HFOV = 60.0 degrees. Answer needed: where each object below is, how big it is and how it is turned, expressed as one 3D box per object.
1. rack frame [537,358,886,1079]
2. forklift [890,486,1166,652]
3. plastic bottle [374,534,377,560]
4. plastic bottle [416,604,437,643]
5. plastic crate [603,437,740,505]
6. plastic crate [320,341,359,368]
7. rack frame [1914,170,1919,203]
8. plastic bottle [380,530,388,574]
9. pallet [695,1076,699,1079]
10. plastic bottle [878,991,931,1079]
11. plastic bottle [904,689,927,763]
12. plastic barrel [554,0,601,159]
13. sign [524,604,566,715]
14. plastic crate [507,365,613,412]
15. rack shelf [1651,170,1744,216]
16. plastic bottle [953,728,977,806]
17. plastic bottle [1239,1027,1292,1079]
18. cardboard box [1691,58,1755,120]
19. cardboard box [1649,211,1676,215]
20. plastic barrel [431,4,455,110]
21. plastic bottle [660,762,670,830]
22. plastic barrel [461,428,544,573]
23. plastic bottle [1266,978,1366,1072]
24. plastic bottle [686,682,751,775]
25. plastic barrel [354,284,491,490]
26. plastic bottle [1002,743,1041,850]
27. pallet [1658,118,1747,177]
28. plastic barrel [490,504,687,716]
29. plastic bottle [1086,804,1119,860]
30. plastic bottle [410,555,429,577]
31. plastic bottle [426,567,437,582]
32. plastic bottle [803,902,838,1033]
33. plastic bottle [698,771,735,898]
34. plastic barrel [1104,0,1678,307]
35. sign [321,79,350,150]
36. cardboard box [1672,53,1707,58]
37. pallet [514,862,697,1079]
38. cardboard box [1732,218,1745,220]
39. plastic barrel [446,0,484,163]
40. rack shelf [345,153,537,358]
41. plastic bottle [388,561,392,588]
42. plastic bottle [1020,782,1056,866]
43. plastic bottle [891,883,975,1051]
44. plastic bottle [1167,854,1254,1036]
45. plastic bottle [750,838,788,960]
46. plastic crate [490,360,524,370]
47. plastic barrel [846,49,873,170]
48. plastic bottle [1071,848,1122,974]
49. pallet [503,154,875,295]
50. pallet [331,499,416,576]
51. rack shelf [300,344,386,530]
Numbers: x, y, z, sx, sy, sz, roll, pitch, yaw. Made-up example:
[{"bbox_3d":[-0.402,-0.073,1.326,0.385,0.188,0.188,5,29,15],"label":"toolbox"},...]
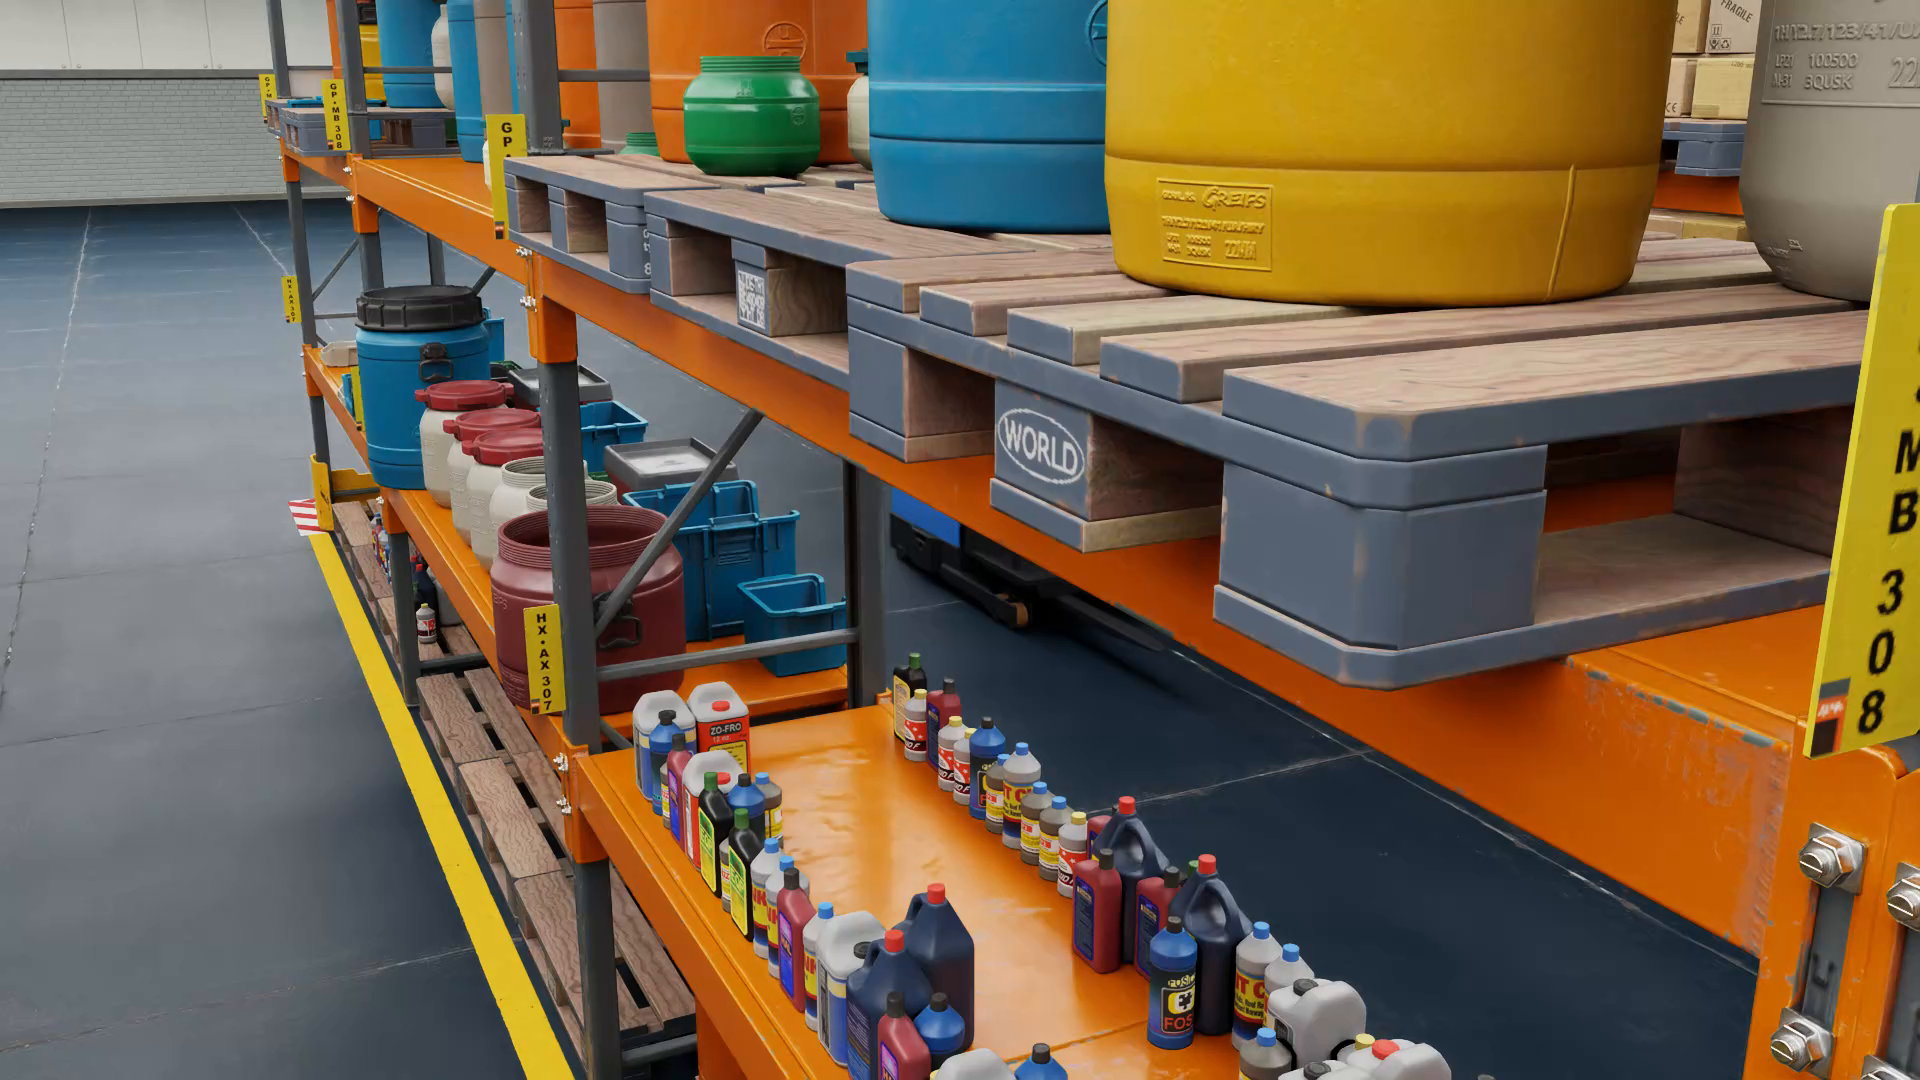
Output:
[{"bbox_3d":[-0.708,0.357,5.068,1.000,3.000,0.127,-8,18,-25],"label":"rack frame"},{"bbox_3d":[0.650,-1.016,9.976,1.130,2.935,3.031,-8,18,-26],"label":"forklift"},{"bbox_3d":[-3.654,0.020,10.519,0.097,0.201,0.097,0,16,0],"label":"plastic bottle"},{"bbox_3d":[-2.900,0.447,9.032,0.097,0.201,0.097,0,16,0],"label":"plastic bottle"},{"bbox_3d":[-1.141,-0.111,6.585,0.402,0.464,0.583,-8,18,-25],"label":"plastic crate"},{"bbox_3d":[-4.110,-1.239,11.108,0.298,0.136,0.250,-8,18,-25],"label":"plastic crate"},{"bbox_3d":[1.044,-1.535,0.785,1.000,3.000,0.127,-8,18,-25],"label":"rack frame"},{"bbox_3d":[-3.505,0.070,10.216,0.097,0.271,0.097,0,16,0],"label":"plastic bottle"},{"bbox_3d":[-0.325,1.888,4.789,1.003,0.211,1.213,-8,18,-25],"label":"pallet"},{"bbox_3d":[-0.103,0.988,3.081,0.061,0.283,0.133,-8,18,-25],"label":"plastic bottle"},{"bbox_3d":[-0.113,0.532,4.818,0.097,0.201,0.097,0,16,0],"label":"plastic bottle"},{"bbox_3d":[-1.160,-1.683,5.961,0.600,0.830,0.708,-8,18,-25],"label":"plastic barrel"},{"bbox_3d":[-1.200,0.347,4.808,0.100,0.325,0.005,-8,18,-25],"label":"sign"},{"bbox_3d":[-1.974,-0.582,8.226,0.402,0.464,0.583,-8,18,-25],"label":"plastic crate"},{"bbox_3d":[2.870,-1.832,8.565,1.077,0.370,4.000,-8,18,-25],"label":"rack shelf"},{"bbox_3d":[0.030,0.613,4.535,0.097,0.201,0.097,0,16,0],"label":"plastic bottle"},{"bbox_3d":[0.573,1.016,3.132,0.097,0.201,0.097,0,16,0],"label":"plastic bottle"},{"bbox_3d":[3.497,-1.918,7.068,0.500,0.250,0.500,-9,18,-29],"label":"cardboard box"},{"bbox_3d":[5.525,-2.459,13.758,0.500,0.500,0.500,-8,18,-26],"label":"cardboard box"},{"bbox_3d":[-2.473,-2.463,8.492,0.421,0.512,0.421,0,16,0],"label":"plastic barrel"},{"bbox_3d":[-0.741,0.655,4.390,0.097,0.201,0.097,0,16,0],"label":"plastic bottle"},{"bbox_3d":[-1.728,-0.147,6.579,0.433,0.535,0.433,0,16,0],"label":"plastic barrel"},{"bbox_3d":[0.676,0.961,3.190,0.152,0.276,0.135,-8,18,-25],"label":"plastic bottle"},{"bbox_3d":[-0.673,0.545,4.640,0.152,0.276,0.135,-8,18,-25],"label":"plastic bottle"},{"bbox_3d":[-2.564,-0.743,7.994,0.600,0.901,0.708,-8,18,-25],"label":"plastic barrel"},{"bbox_3d":[0.158,0.652,4.273,0.097,0.271,0.097,0,16,0],"label":"plastic bottle"},{"bbox_3d":[3.368,-1.749,7.312,1.213,0.211,1.003,-7,17,-22],"label":"pallet"},{"bbox_3d":[-1.184,0.213,5.323,0.600,0.536,0.708,-8,18,-25],"label":"plastic barrel"},{"bbox_3d":[0.353,0.745,3.927,0.061,0.283,0.133,-8,18,-25],"label":"plastic bottle"},{"bbox_3d":[-3.086,0.255,9.430,0.144,0.351,0.185,-9,18,-28],"label":"plastic bottle"},{"bbox_3d":[-2.964,0.266,9.525,0.152,0.276,0.135,-8,18,-25],"label":"plastic bottle"},{"bbox_3d":[-0.277,0.884,3.466,0.097,0.271,0.097,0,16,0],"label":"plastic bottle"},{"bbox_3d":[-0.589,0.713,4.040,0.061,0.283,0.133,-8,18,-25],"label":"plastic bottle"},{"bbox_3d":[0.462,-0.587,1.818,0.600,0.588,0.600,0,16,0],"label":"plastic barrel"},{"bbox_3d":[-2.960,-2.017,7.887,0.100,0.325,0.005,-8,18,-25],"label":"sign"},{"bbox_3d":[5.792,-3.554,13.041,0.500,0.500,0.500,-9,18,-30],"label":"cardboard box"},{"bbox_3d":[-1.013,1.501,6.139,1.003,0.211,1.213,-8,18,-25],"label":"pallet"},{"bbox_3d":[6.427,-2.272,13.105,0.500,0.500,0.500,-8,18,-26],"label":"cardboard box"},{"bbox_3d":[-2.043,-2.218,7.694,0.600,0.901,0.708,-8,18,-25],"label":"plastic barrel"},{"bbox_3d":[-1.585,-1.235,6.482,1.077,0.370,4.000,-8,18,-25],"label":"rack shelf"},{"bbox_3d":[-3.371,0.180,9.962,0.097,0.201,0.097,0,16,0],"label":"plastic bottle"},{"bbox_3d":[0.201,0.710,4.199,0.097,0.201,0.097,0,16,0],"label":"plastic bottle"},{"bbox_3d":[-0.058,0.859,3.407,0.144,0.351,0.185,-8,18,-25],"label":"plastic bottle"},{"bbox_3d":[0.525,0.836,3.488,0.144,0.351,0.185,-8,18,-25],"label":"plastic bottle"},{"bbox_3d":[-0.421,0.802,3.750,0.097,0.271,0.097,0,16,0],"label":"plastic bottle"},{"bbox_3d":[-2.802,-0.904,9.846,0.450,0.188,0.662,-8,18,-25],"label":"plastic crate"},{"bbox_3d":[-0.107,-0.972,3.751,0.301,0.262,0.301,0,16,0],"label":"plastic barrel"},{"bbox_3d":[0.304,0.809,3.707,0.061,0.283,0.133,-8,18,-25],"label":"plastic bottle"},{"bbox_3d":[-0.461,-0.792,3.979,1.003,0.211,1.213,-8,18,-25],"label":"pallet"},{"bbox_3d":[-3.786,-0.071,11.615,1.003,0.211,1.213,-8,18,-25],"label":"pallet"},{"bbox_3d":[-3.337,-0.785,10.352,1.077,0.370,4.000,-8,18,-25],"label":"rack shelf"}]
